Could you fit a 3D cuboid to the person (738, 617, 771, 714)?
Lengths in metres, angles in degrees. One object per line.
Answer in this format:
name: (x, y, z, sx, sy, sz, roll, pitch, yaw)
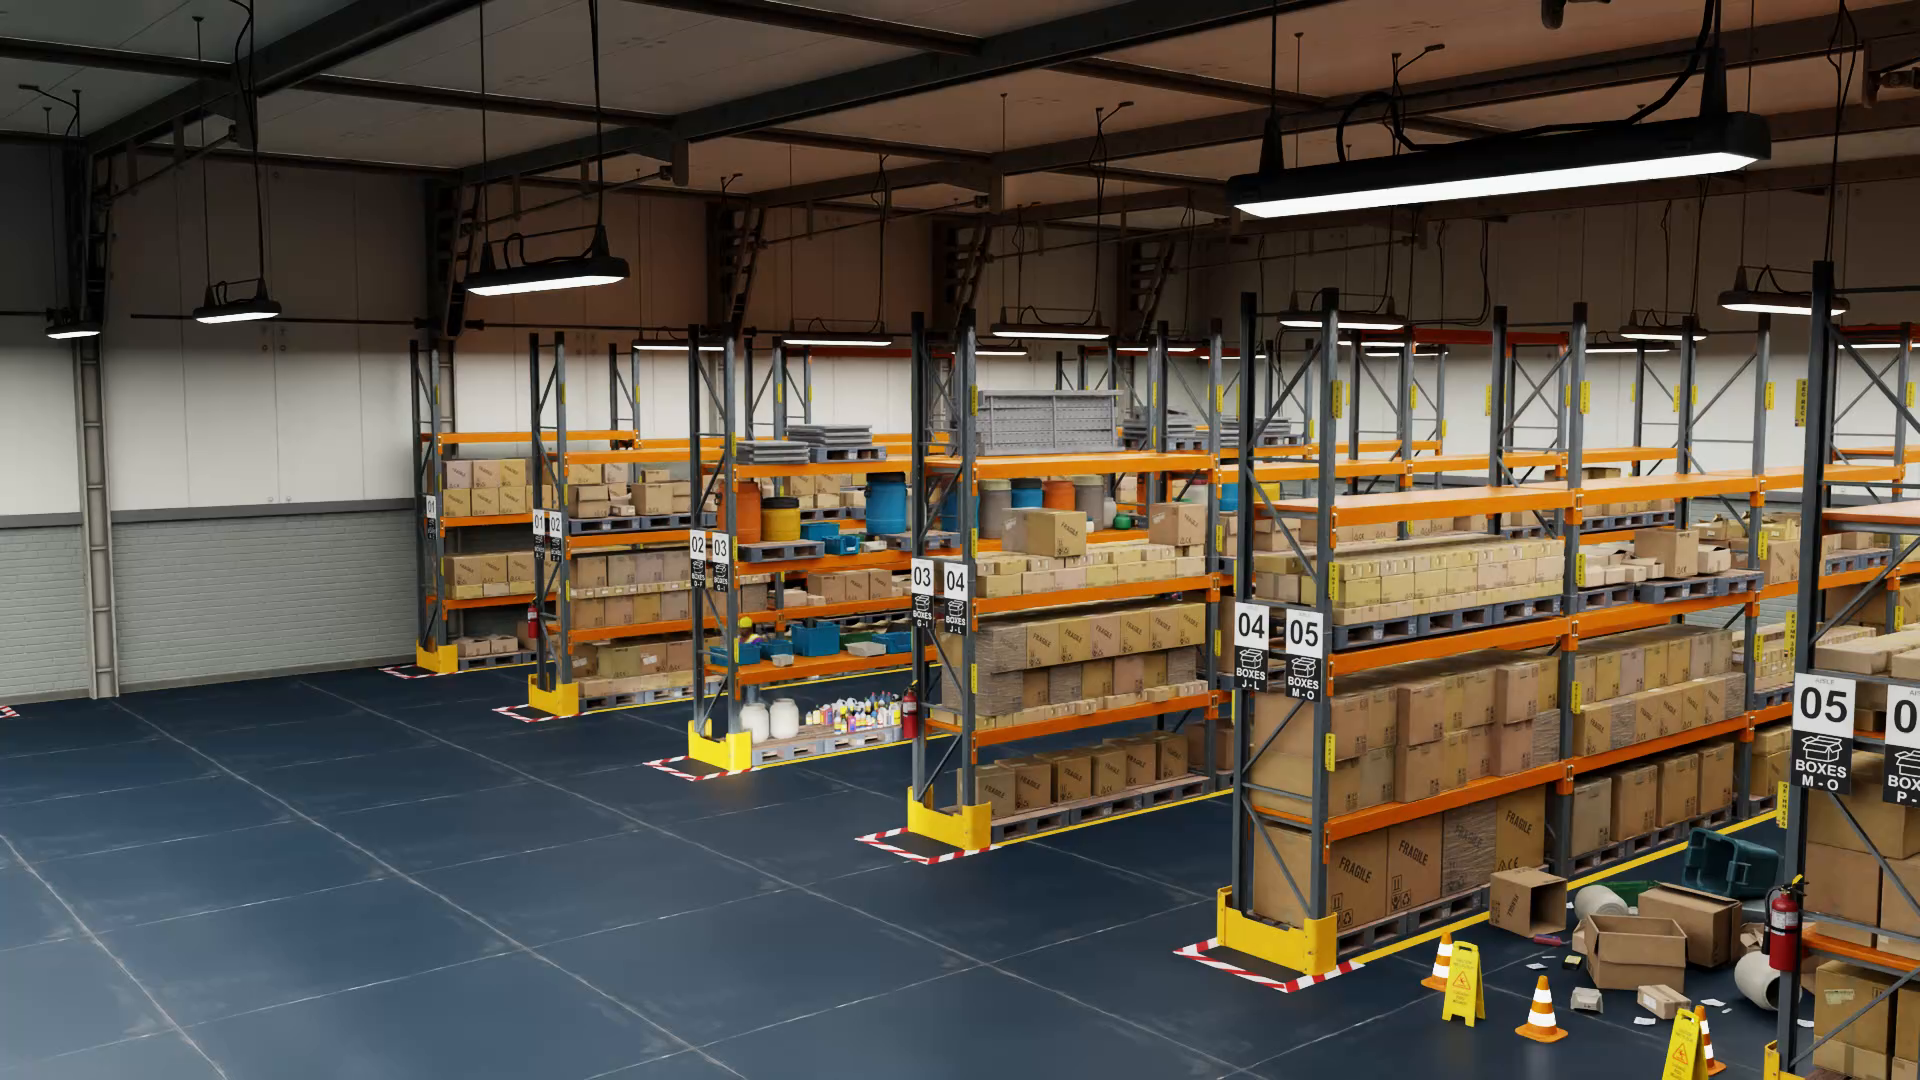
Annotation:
person: (-3.118, 1.998, 24.961, 0.642, 1.742, 0.662, 4, 7, 36)
